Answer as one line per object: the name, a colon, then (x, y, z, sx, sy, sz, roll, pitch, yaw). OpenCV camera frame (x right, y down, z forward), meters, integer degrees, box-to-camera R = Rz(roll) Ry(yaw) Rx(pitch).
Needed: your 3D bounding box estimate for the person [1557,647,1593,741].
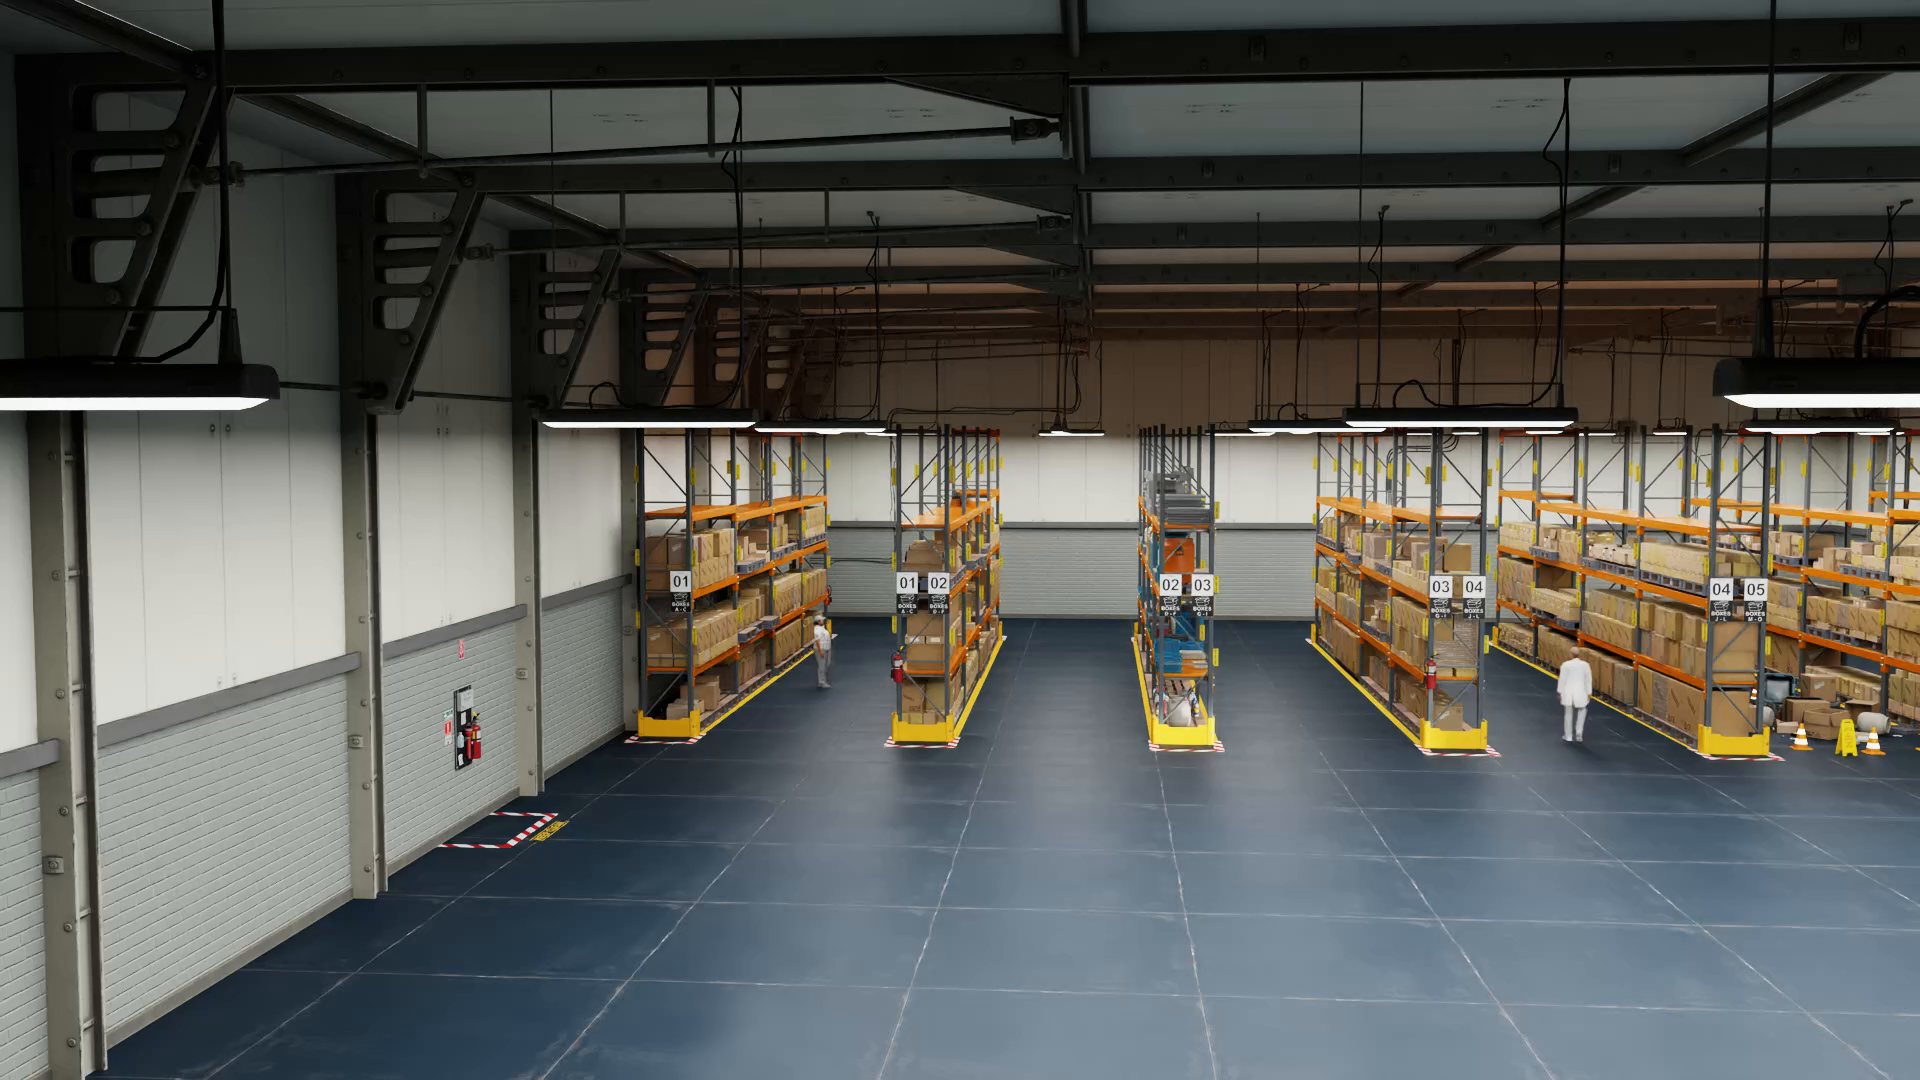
person: (11.620, 2.928, 31.436, 0.628, 1.826, 0.514, 2, 4, 27)

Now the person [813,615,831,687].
person: (-3.164, 2.585, 38.510, 0.440, 1.705, 0.559, 1, 4, 22)

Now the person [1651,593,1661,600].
person: (18.060, 2.199, 43.260, 0.495, 1.761, 0.628, 3, 5, 40)

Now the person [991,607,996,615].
person: (0.757, 1.819, 50.452, 1.016, 1.674, 0.616, 2, 4, 29)
